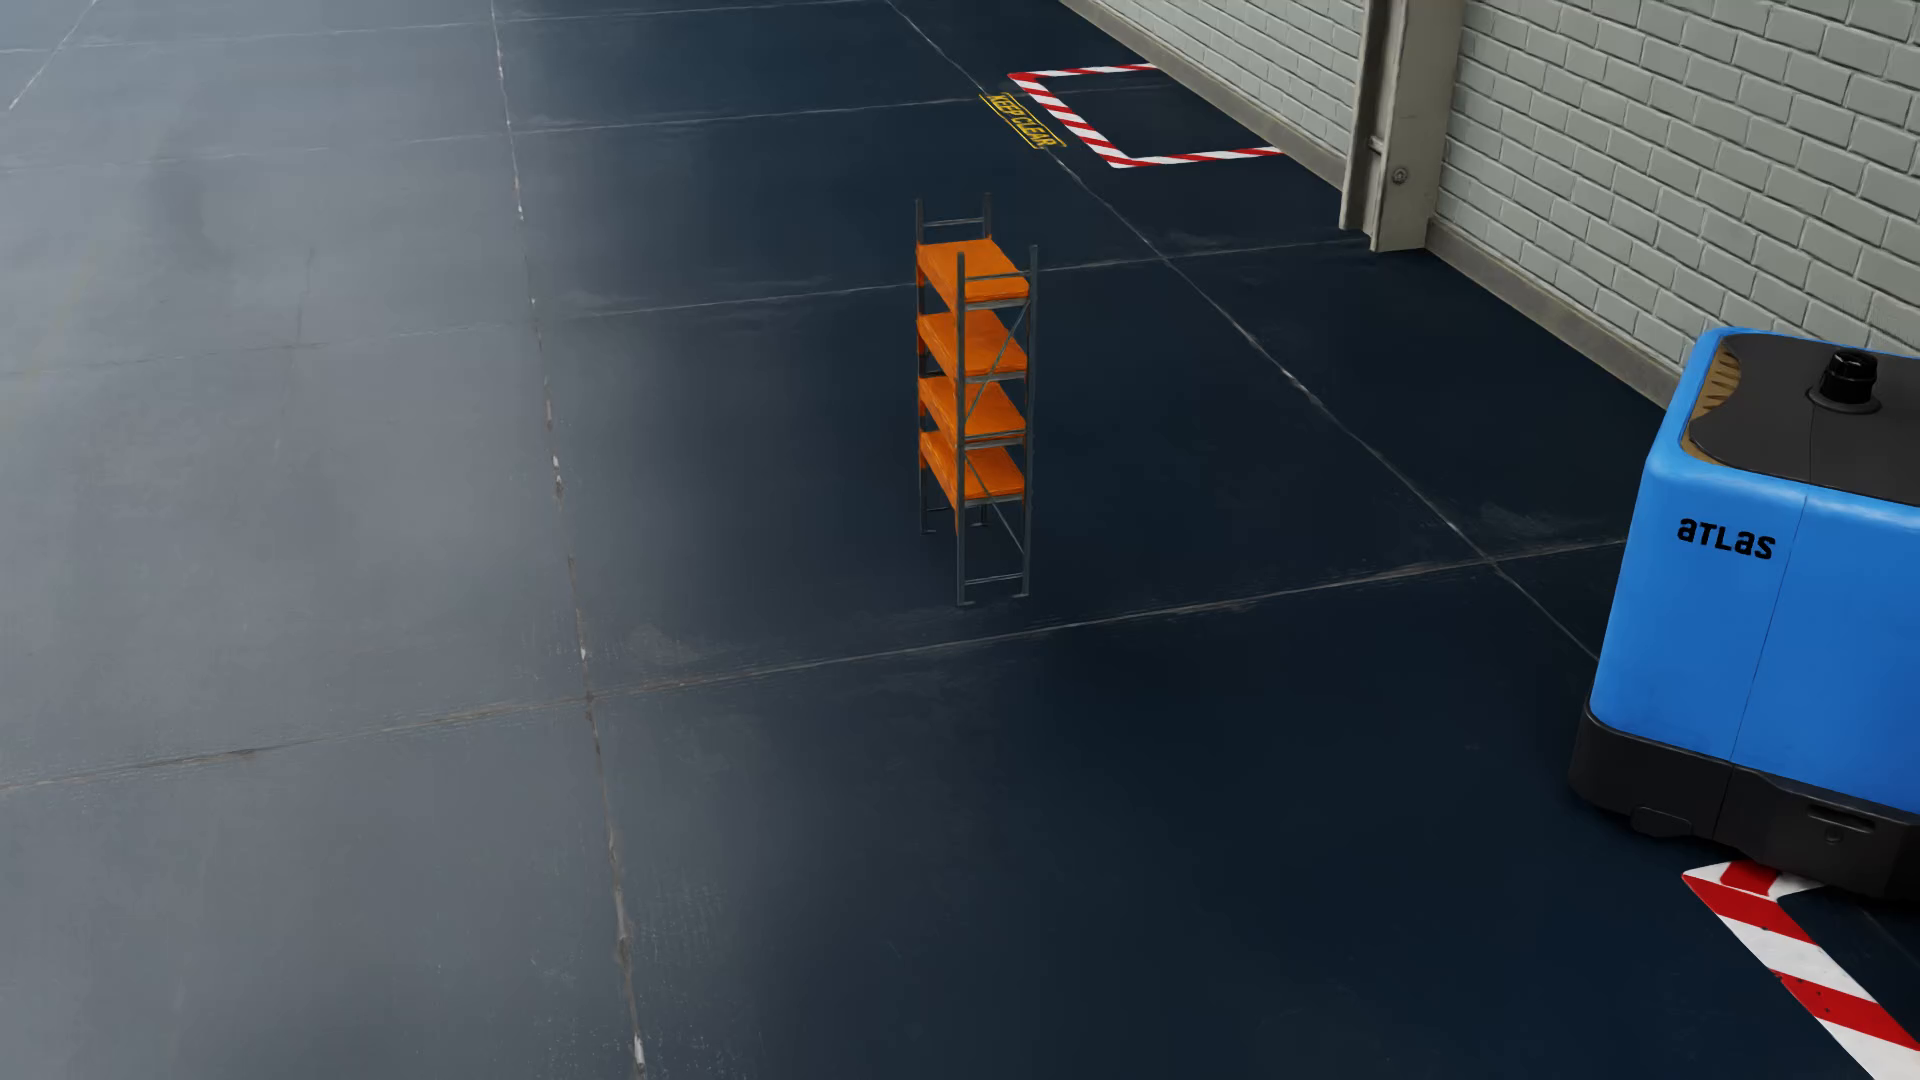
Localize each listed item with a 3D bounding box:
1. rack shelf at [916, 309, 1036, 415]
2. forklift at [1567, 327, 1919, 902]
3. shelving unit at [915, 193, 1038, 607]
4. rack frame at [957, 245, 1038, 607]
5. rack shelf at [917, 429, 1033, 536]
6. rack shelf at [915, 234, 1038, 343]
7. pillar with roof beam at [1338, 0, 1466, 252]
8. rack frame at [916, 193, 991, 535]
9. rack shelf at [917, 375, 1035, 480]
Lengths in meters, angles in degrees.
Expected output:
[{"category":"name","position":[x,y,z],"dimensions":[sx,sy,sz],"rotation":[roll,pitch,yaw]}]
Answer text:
[{"category":"rack shelf","position":[0.044,-0.575,5.233],"dimensions":[0.258,0.148,0.480],"rotation":[-8,31,-13]},{"category":"forklift","position":[3.178,-0.389,3.496],"dimensions":[3.031,2.935,1.130],"rotation":[15,33,25]},{"category":"shelving unit","position":[0.044,-0.439,5.311],"dimensions":[0.258,1.200,0.503],"rotation":[-8,31,-13]},{"category":"rack frame","position":[0.109,-0.321,5.108],"dimensions":[0.240,1.200,0.015],"rotation":[-8,31,-13]},{"category":"rack shelf","position":[0.044,-0.209,5.444],"dimensions":[0.258,0.148,0.480],"rotation":[-8,31,-13]},{"category":"rack shelf","position":[0.044,-0.779,5.114],"dimensions":[0.258,0.148,0.480],"rotation":[-8,31,-13]},{"category":"pillar with roof beam","position":[-2.011,-4.856,5.157],"dimensions":[9.100,9.000,0.400],"rotation":[-8,31,-13]},{"category":"rack frame","position":[-0.021,-0.557,5.515],"dimensions":[0.240,1.200,0.015],"rotation":[-8,31,-13]},{"category":"rack shelf","position":[0.044,-0.381,5.345],"dimensions":[0.258,0.148,0.480],"rotation":[-8,31,-13]}]
